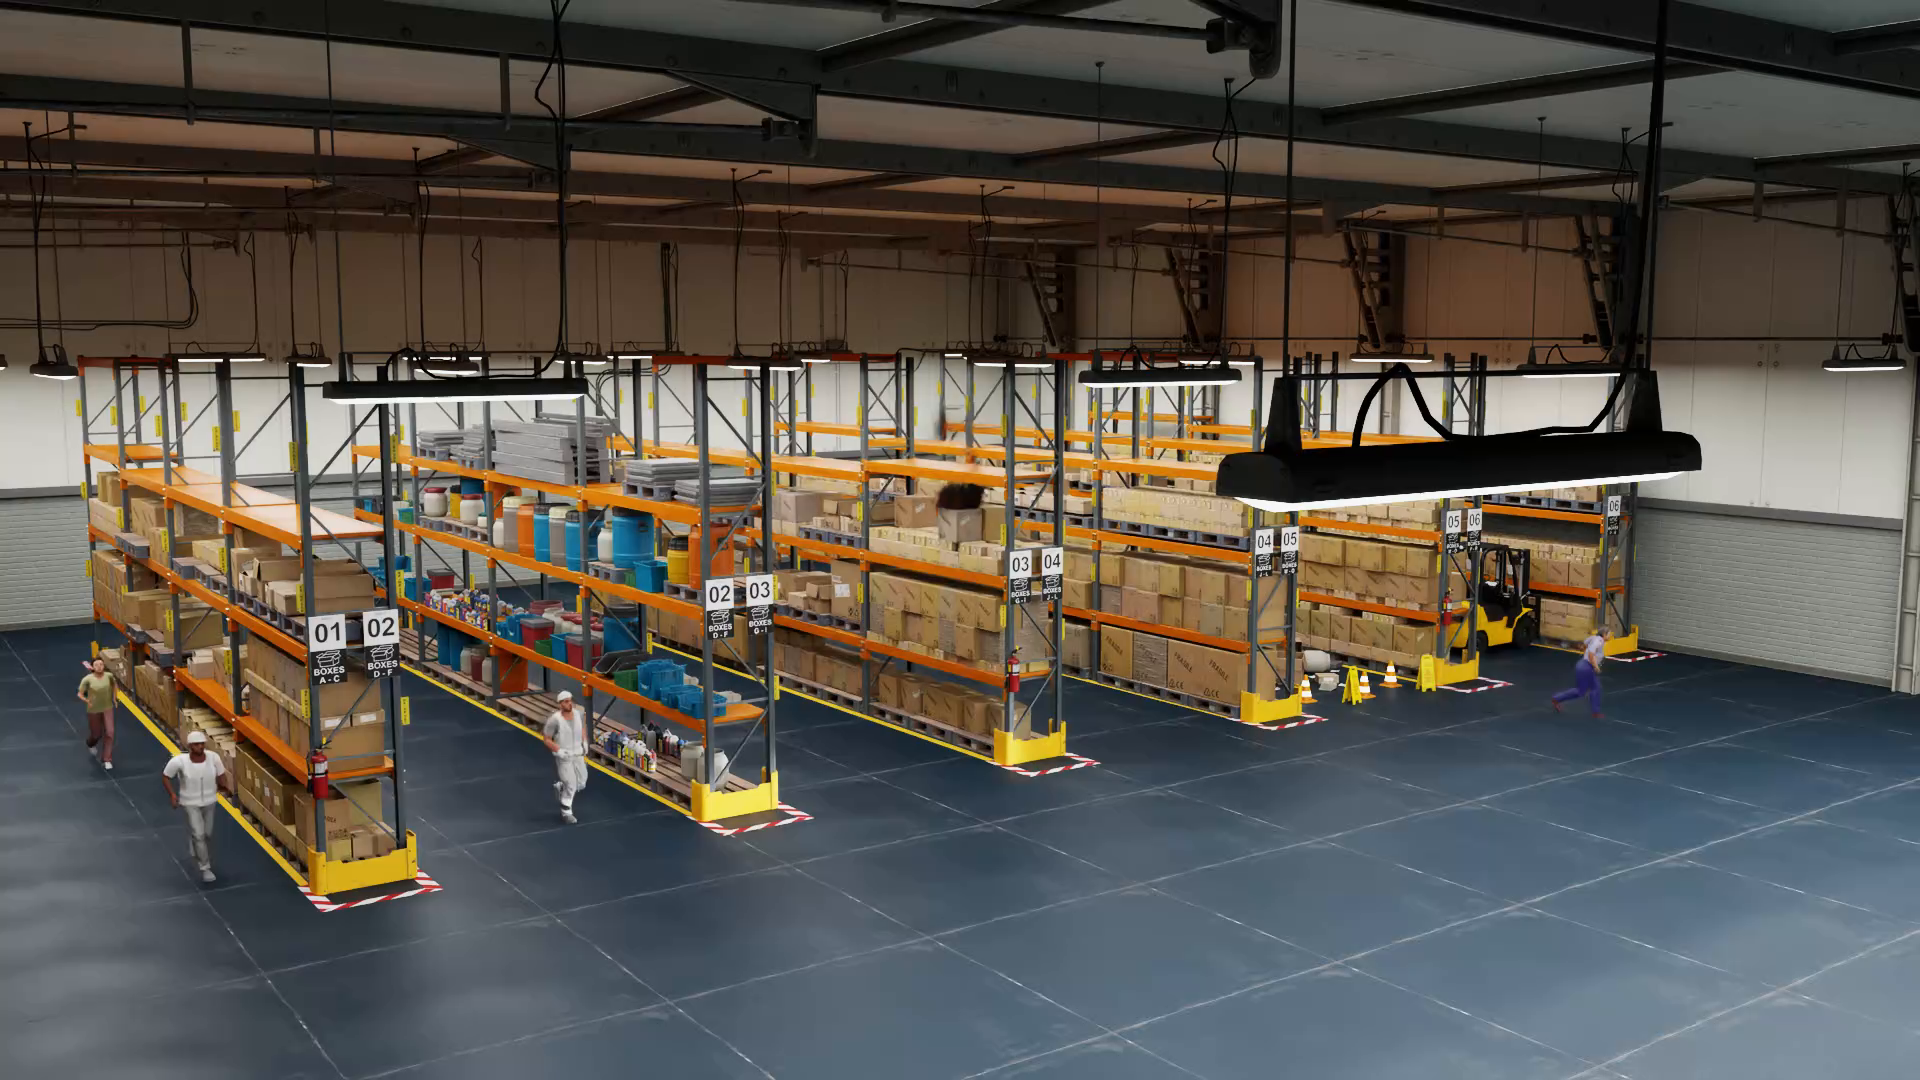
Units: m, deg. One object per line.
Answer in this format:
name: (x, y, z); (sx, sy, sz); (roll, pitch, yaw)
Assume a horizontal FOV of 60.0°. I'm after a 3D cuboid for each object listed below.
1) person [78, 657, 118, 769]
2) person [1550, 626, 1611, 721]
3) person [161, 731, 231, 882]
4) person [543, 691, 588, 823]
person: (-12.777, 2.528, 24.682); (0.566, 1.647, 0.875); (-6, 9, -40)
person: (10.352, 2.217, 27.752); (0.948, 1.611, 0.628); (1, 7, 10)
person: (-9.031, 3.096, 19.657); (0.679, 1.753, 0.911); (-7, 10, -43)
person: (-5.167, 2.829, 21.842); (0.677, 1.752, 0.670); (7, 10, 44)
